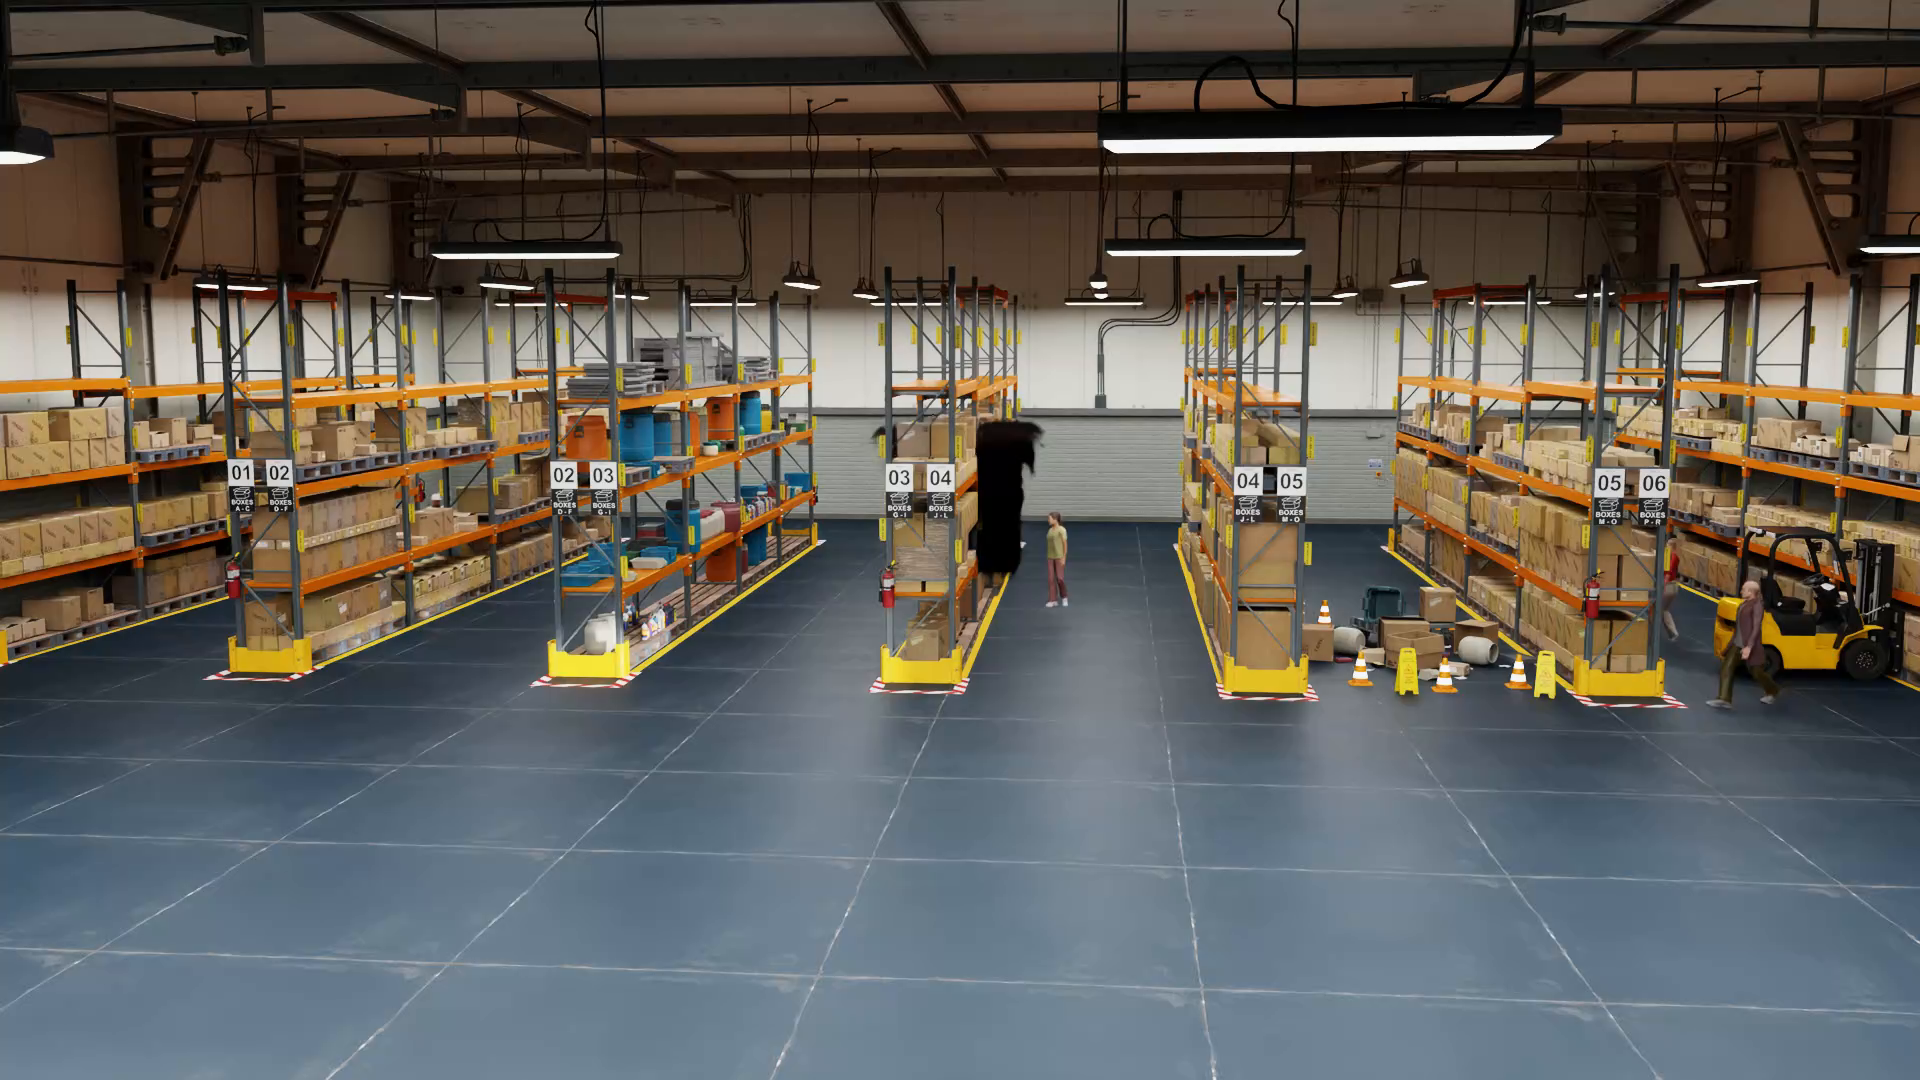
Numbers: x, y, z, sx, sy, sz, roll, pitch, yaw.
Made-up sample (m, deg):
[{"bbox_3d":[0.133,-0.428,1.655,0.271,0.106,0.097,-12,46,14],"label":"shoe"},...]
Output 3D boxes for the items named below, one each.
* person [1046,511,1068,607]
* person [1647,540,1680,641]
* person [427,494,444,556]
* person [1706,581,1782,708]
[{"bbox_3d":[1.729,0.338,29.258,0.445,1.689,0.542,5,8,35],"label":"person"},{"bbox_3d":[11.579,0.864,27.463,0.586,1.753,0.540,-5,9,-37],"label":"person"},{"bbox_3d":[-11.101,-0.110,35.131,0.500,1.729,1.022,1,7,10],"label":"person"},{"bbox_3d":[10.651,1.412,22.457,1.113,1.736,0.545,-3,8,-25],"label":"person"}]
